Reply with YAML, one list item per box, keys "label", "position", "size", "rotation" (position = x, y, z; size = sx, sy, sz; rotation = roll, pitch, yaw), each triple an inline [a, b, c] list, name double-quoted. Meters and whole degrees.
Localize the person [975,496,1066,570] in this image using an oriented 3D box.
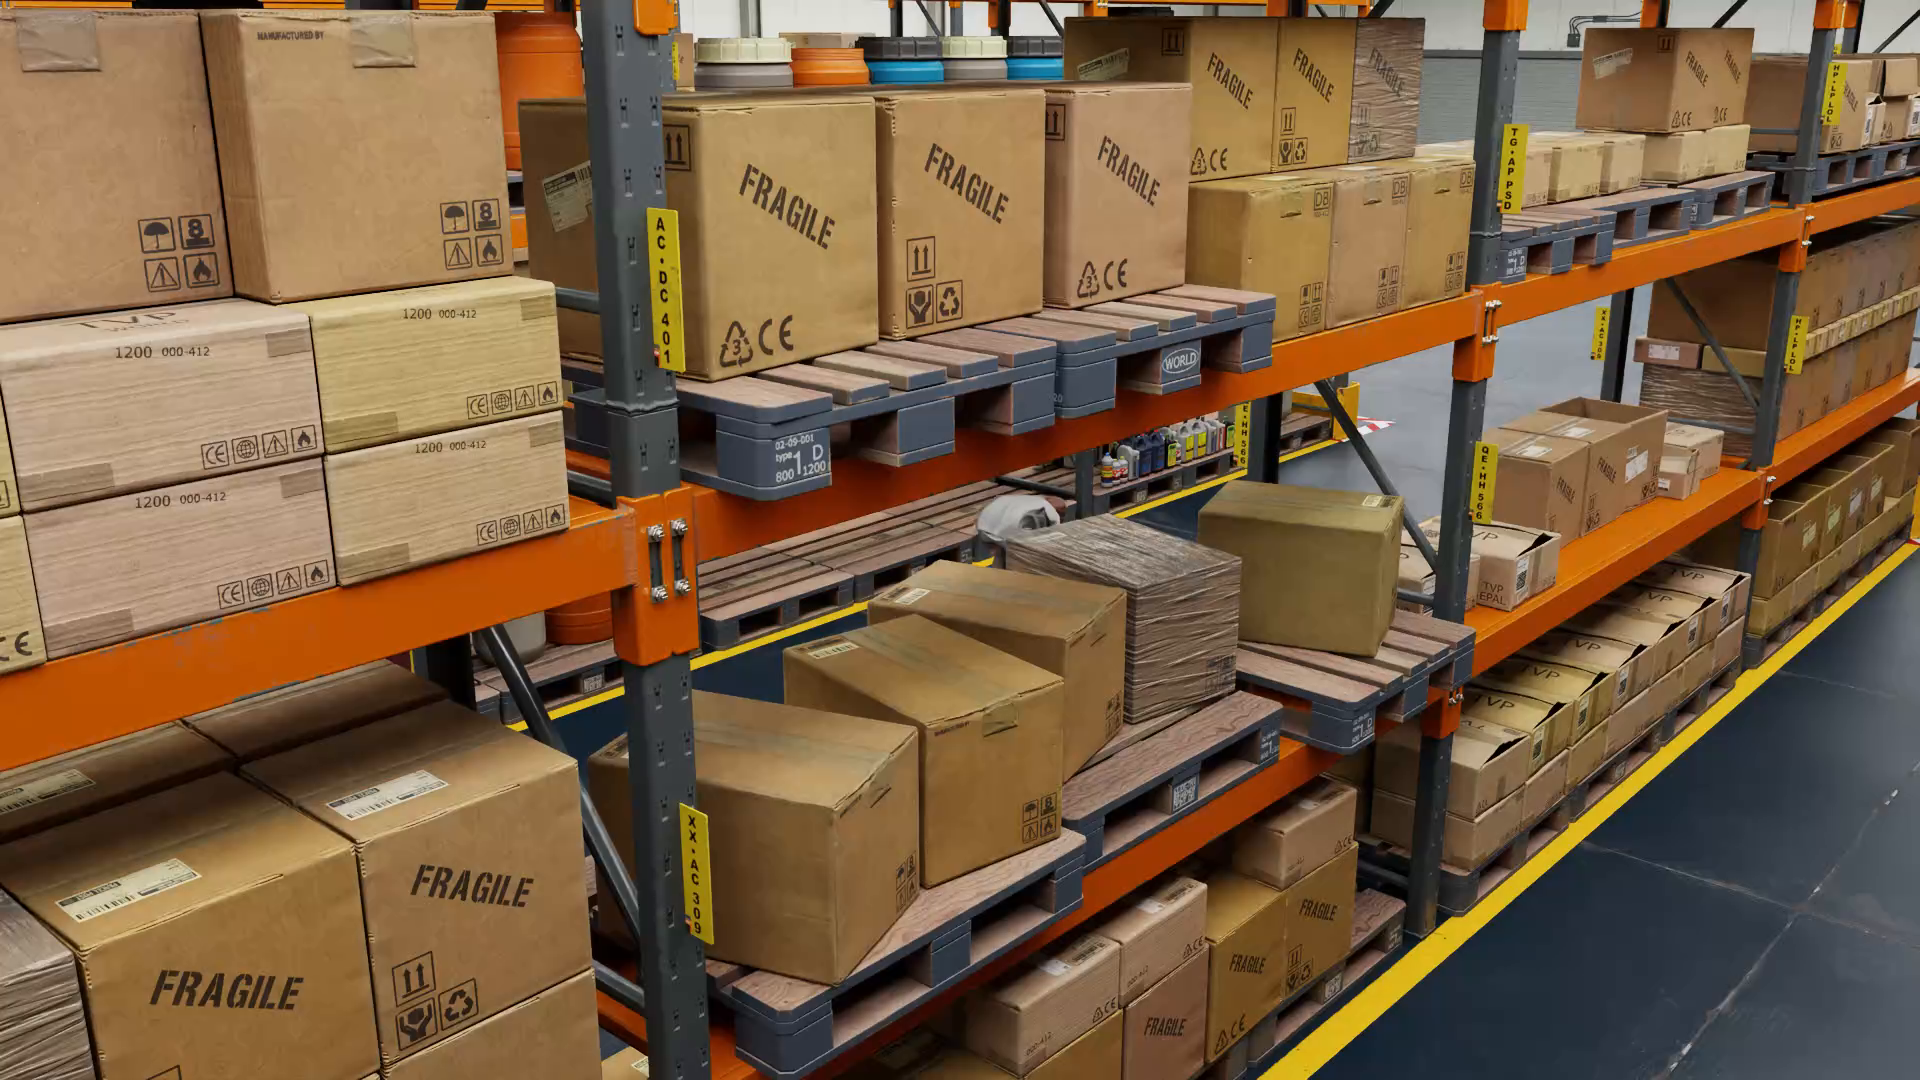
- label: "person"
  position: [0.437, 0.051, 11.348]
  size: [0.426, 0.779, 0.871]
  rotation: [14, 22, 38]
